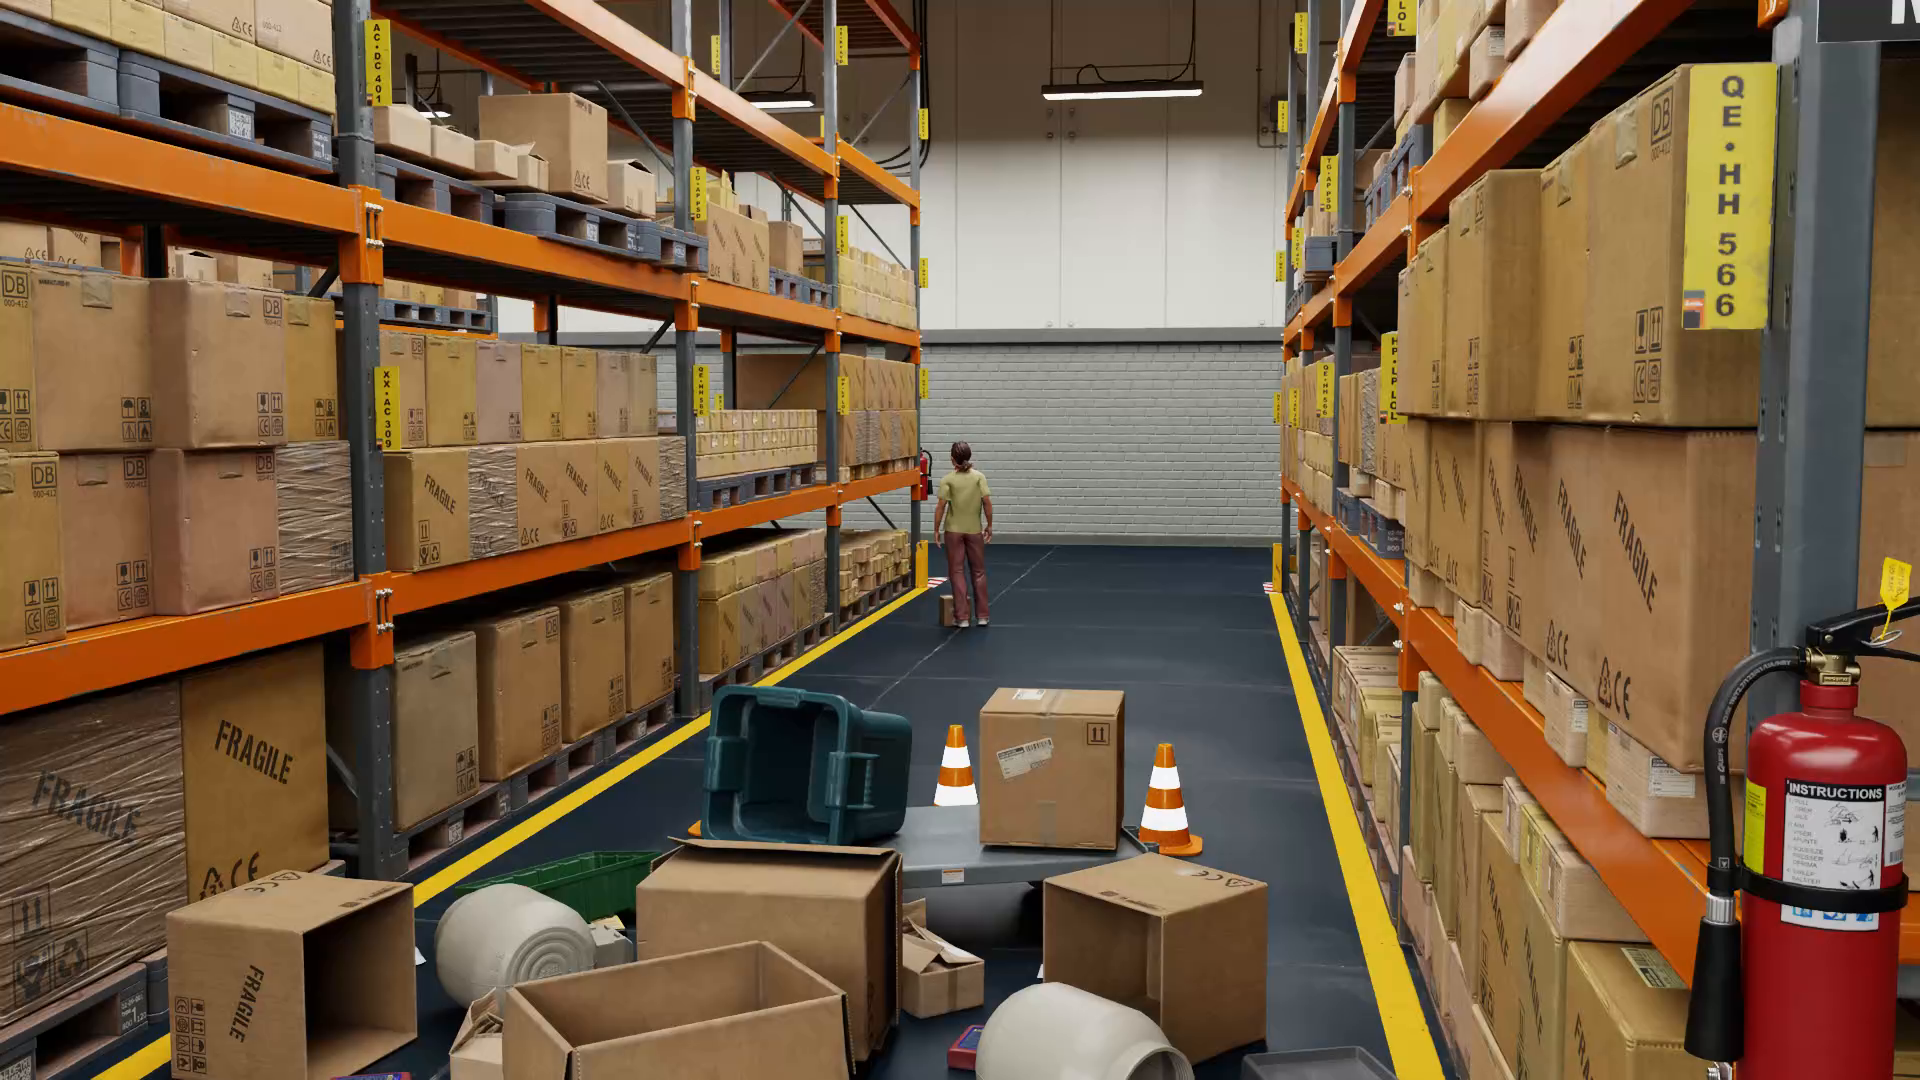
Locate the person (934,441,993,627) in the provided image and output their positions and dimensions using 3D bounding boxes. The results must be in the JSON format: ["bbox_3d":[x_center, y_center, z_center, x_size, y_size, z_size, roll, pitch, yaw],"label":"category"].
[{"bbox_3d":[0.024,-0.047,14.966,0.553,1.652,0.532,-1,5,-10],"label":"person"}]
